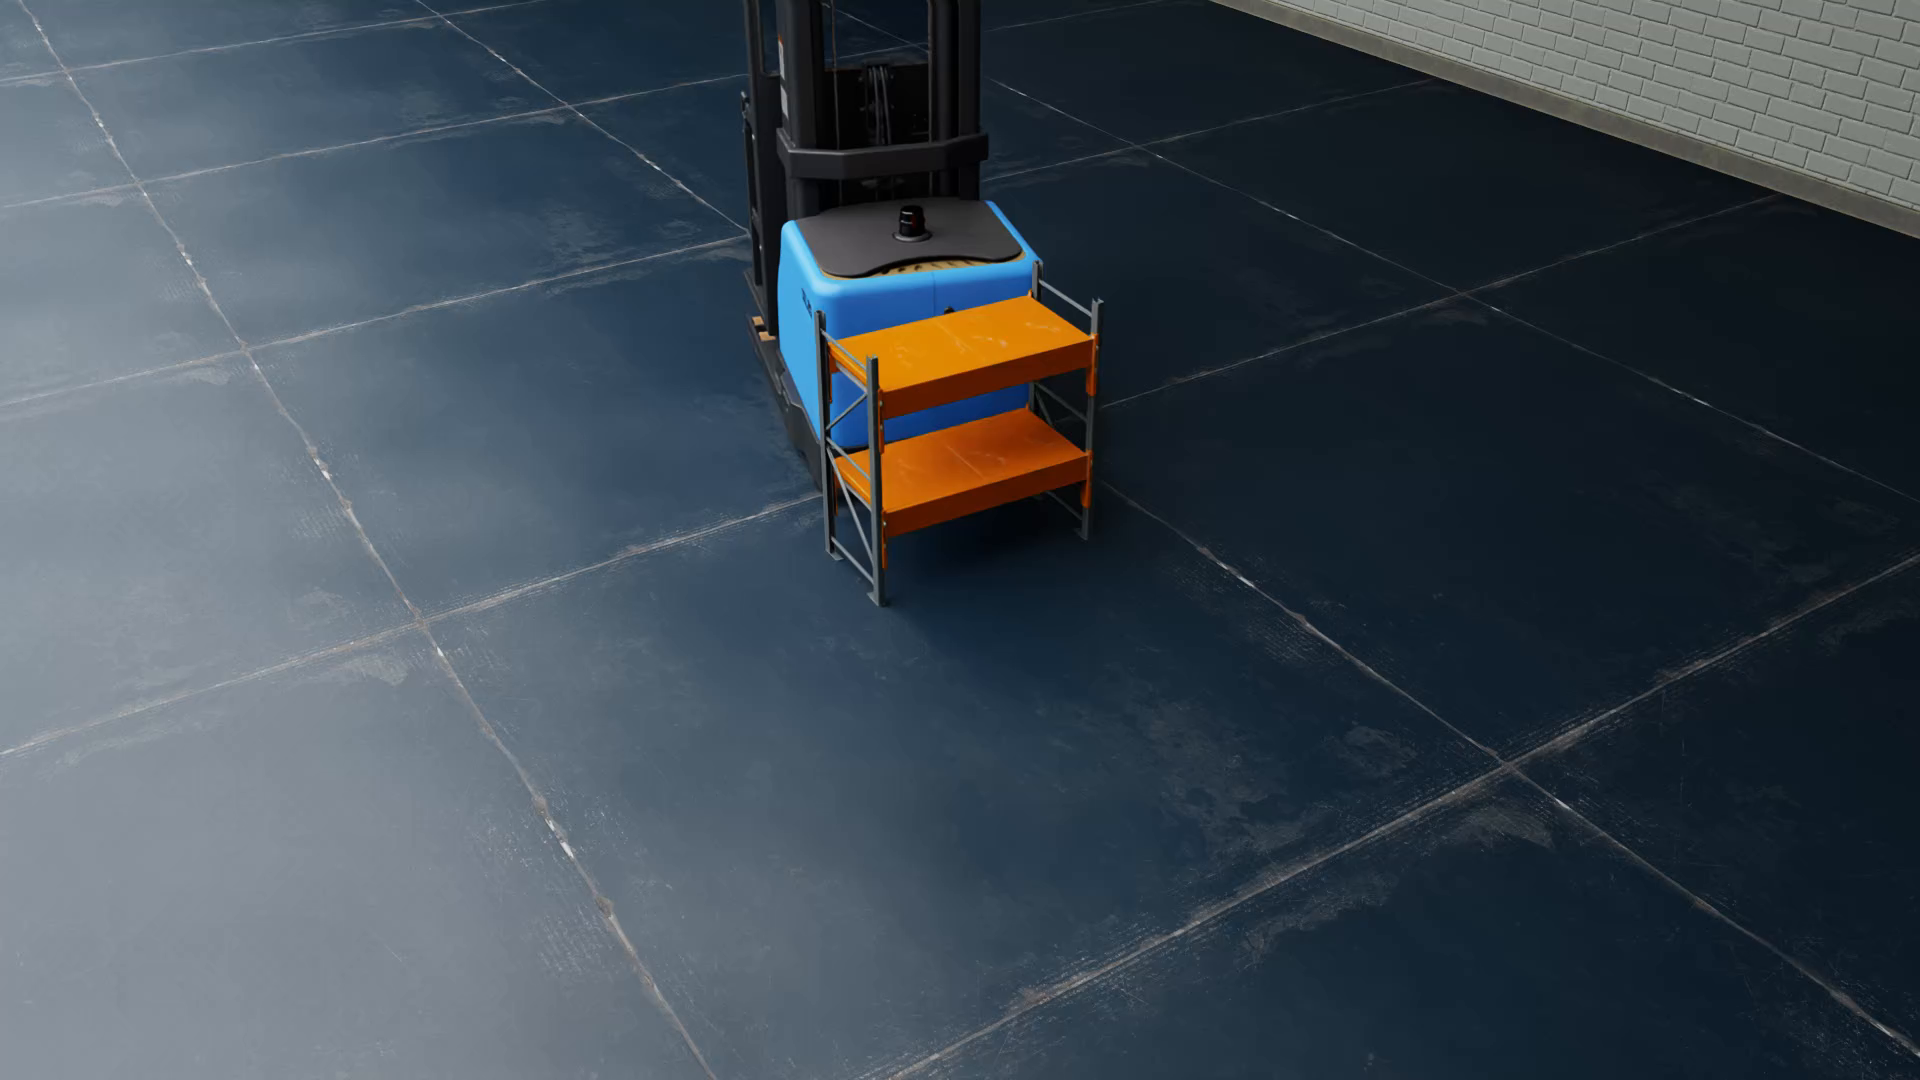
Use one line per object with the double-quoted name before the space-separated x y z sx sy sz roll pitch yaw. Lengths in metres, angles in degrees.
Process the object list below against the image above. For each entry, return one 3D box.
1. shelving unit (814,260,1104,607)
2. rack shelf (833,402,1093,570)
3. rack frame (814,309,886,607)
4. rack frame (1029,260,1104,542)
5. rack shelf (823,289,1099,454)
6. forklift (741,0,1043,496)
"shelving unit" 0.000 -0.453 6.914 1.048 1.125 0.538 -17 36 -25
"rack shelf" 0.000 -0.246 7.044 1.000 0.278 0.538 -17 36 -25
"rack frame" -0.442 -0.319 6.701 0.032 1.125 0.500 -17 36 -25
"rack frame" 0.442 -0.587 7.126 0.032 1.125 0.500 -17 36 -25
"rack shelf" 0.000 -0.700 6.757 1.000 0.278 0.538 -17 36 -25
"forklift" -0.508 -2.215 8.014 1.130 2.935 3.031 -8 33 -13
